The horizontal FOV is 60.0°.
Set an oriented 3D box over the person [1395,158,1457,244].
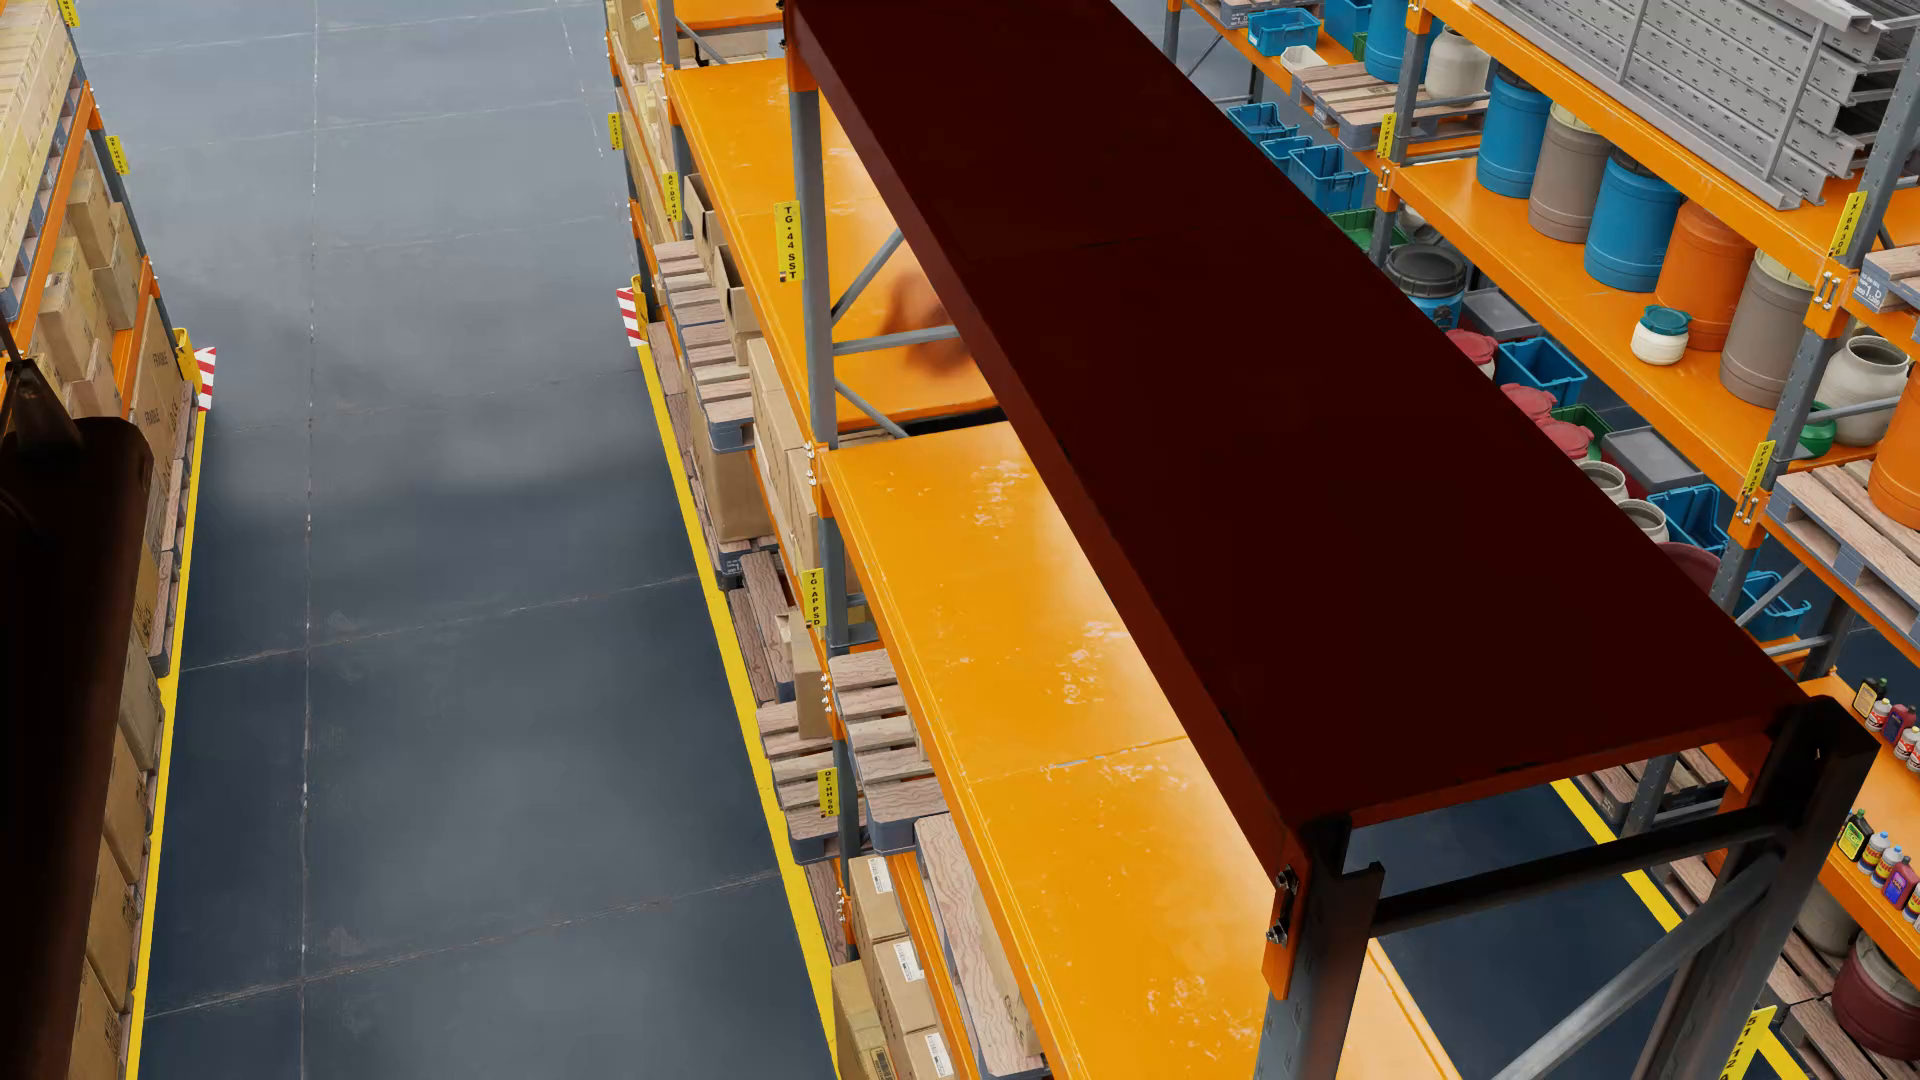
[{"bbox_3d":[4.293,-3.026,15.363,0.615,1.630,0.587,-10,40,-13],"label":"person"}]
